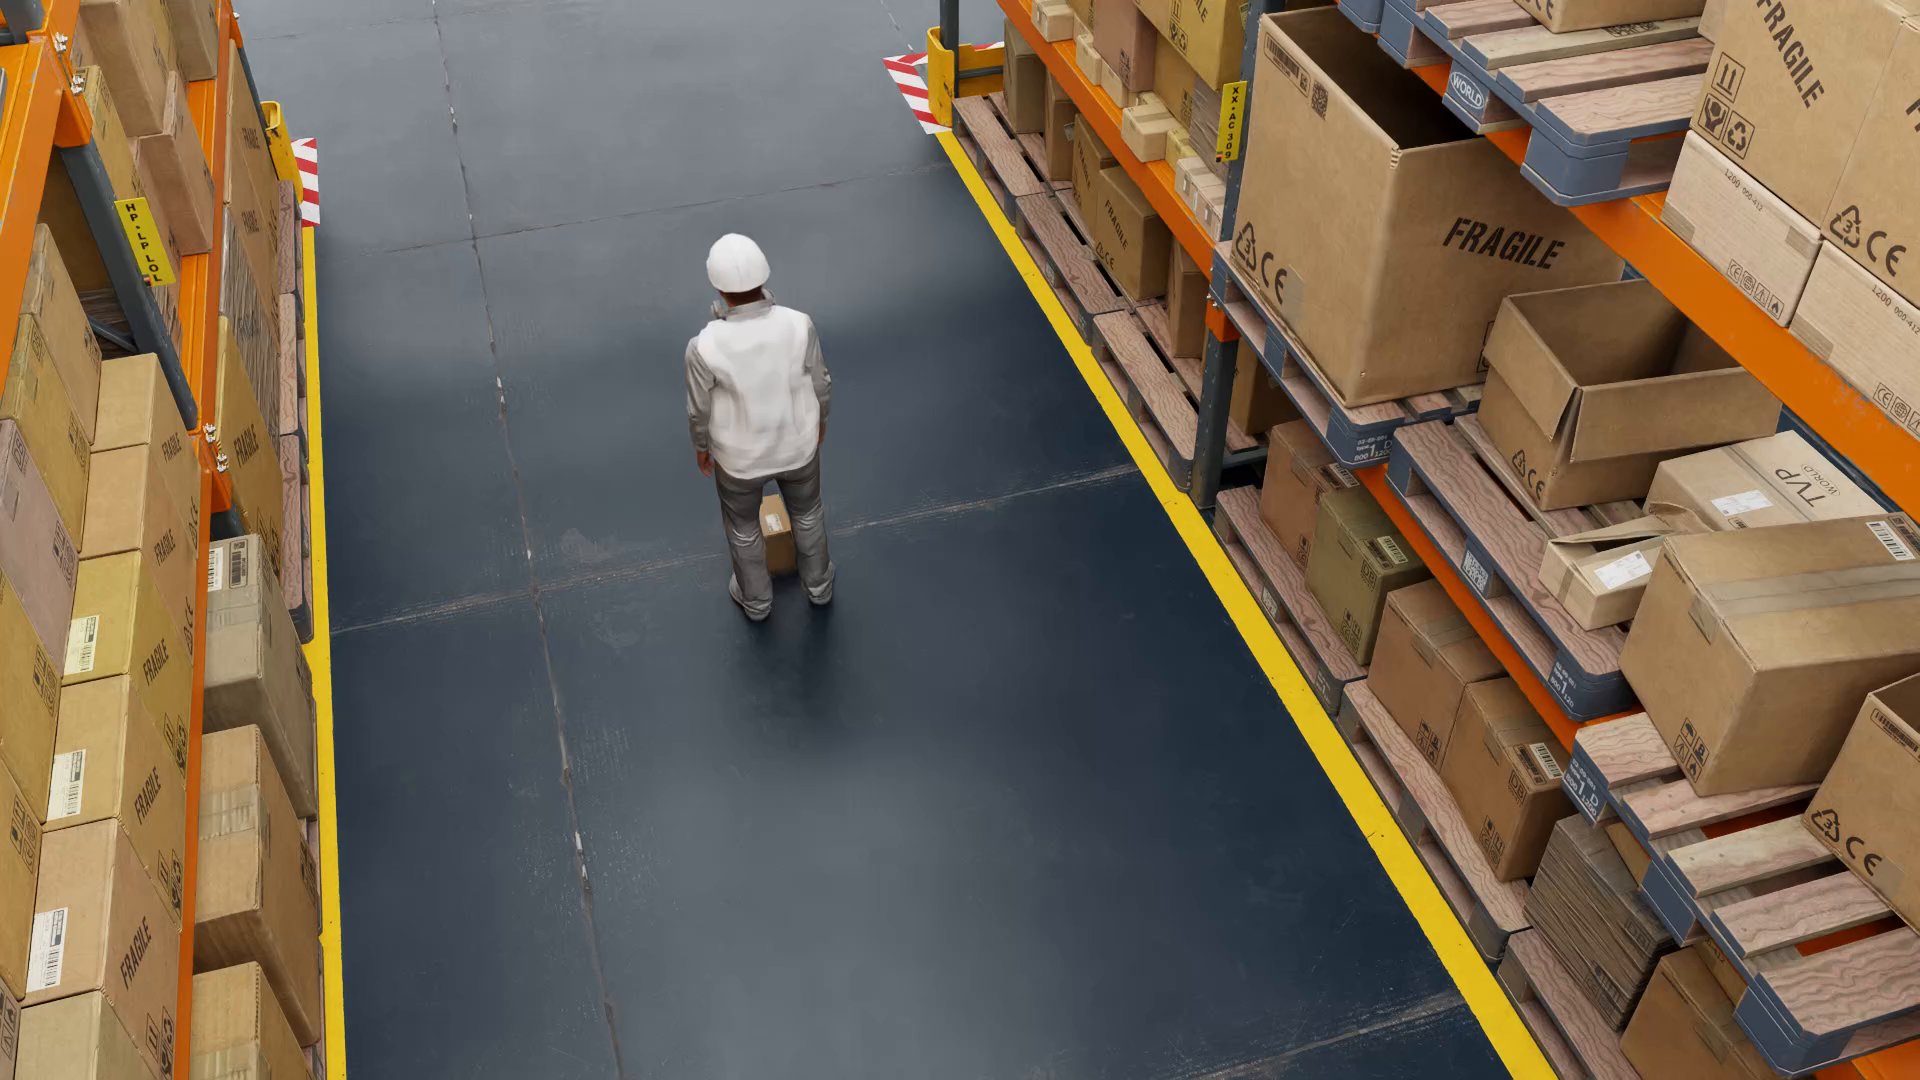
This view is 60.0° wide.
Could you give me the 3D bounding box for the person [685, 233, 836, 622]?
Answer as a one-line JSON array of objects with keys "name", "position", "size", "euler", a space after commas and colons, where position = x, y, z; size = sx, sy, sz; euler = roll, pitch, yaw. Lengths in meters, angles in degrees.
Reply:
[{"name": "person", "position": [-0.783, -0.401, 6.586], "size": [0.571, 1.771, 0.457], "euler": [-13, 44, -14]}]
